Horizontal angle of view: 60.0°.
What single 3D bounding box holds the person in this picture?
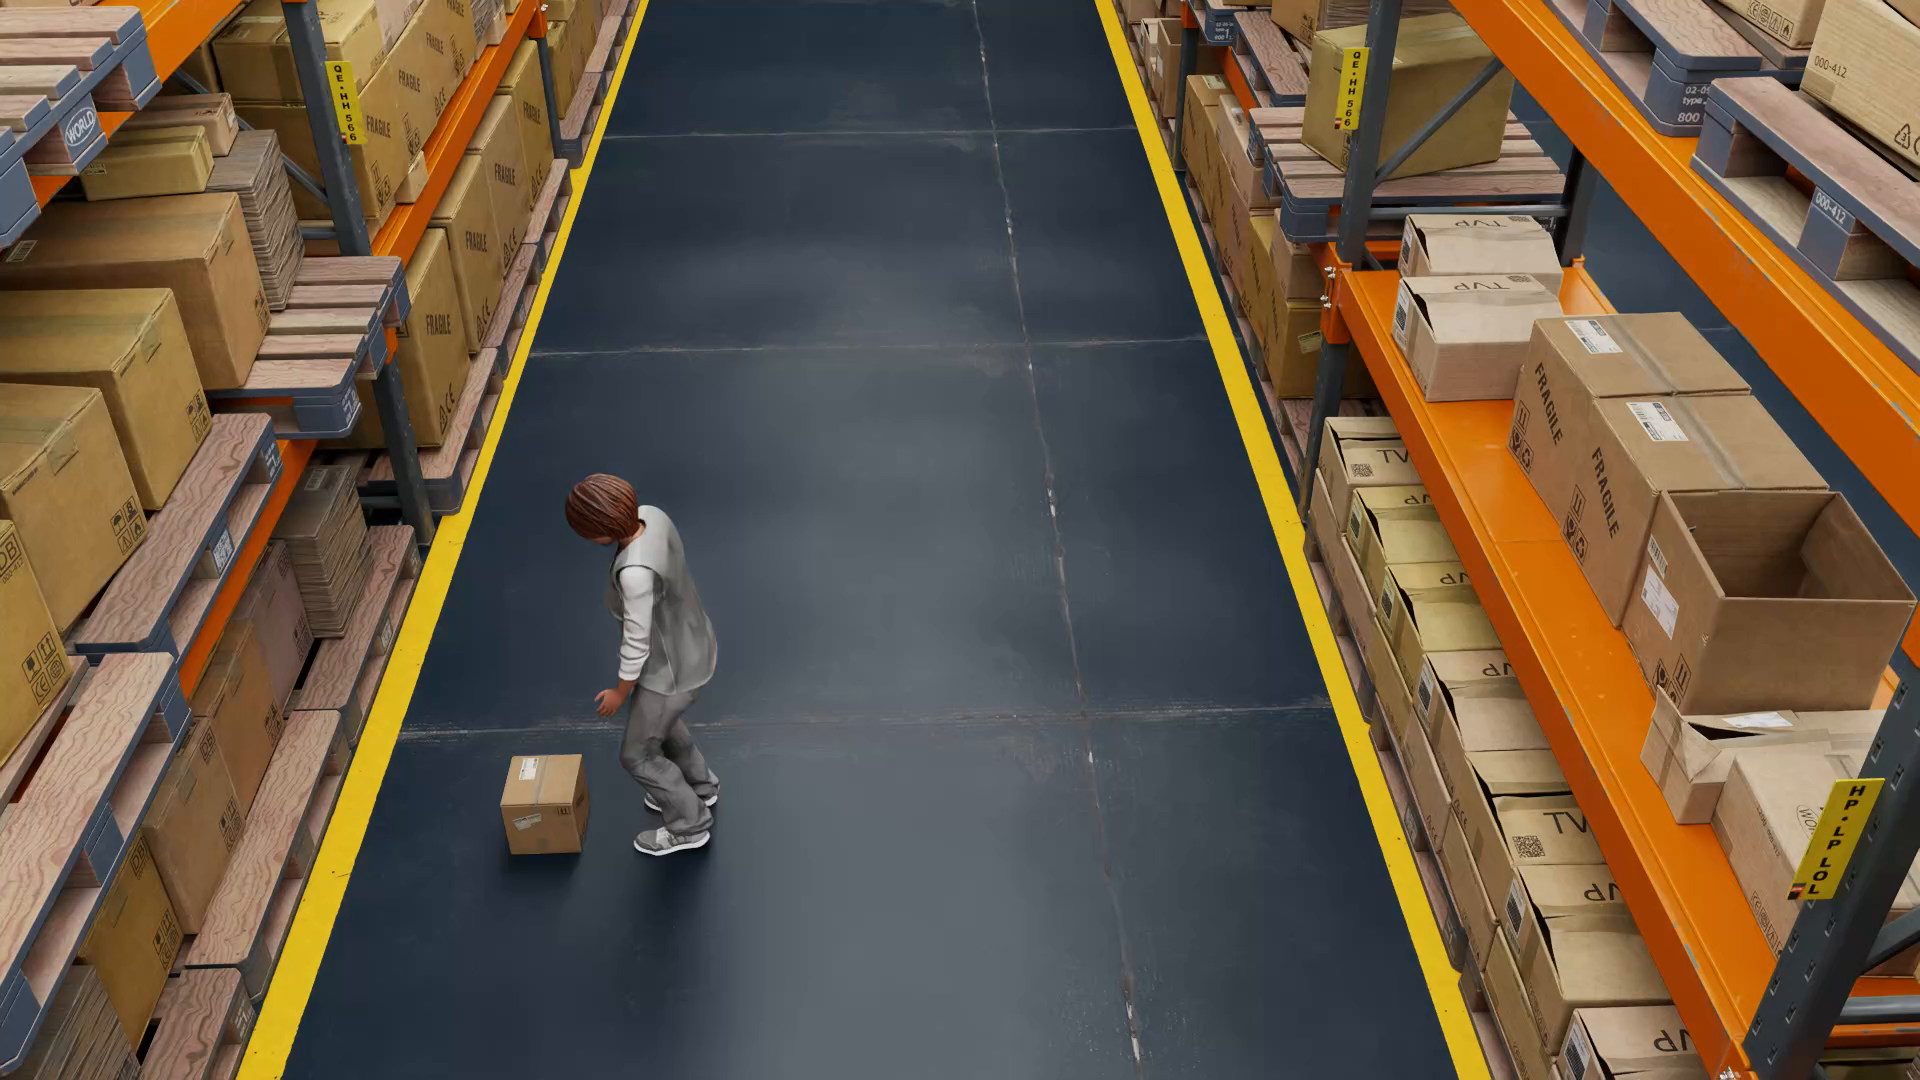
[{"bbox_3d":[-1.029,0.434,5.611,0.417,1.538,0.433,-1,36,-1],"label":"person"}]
